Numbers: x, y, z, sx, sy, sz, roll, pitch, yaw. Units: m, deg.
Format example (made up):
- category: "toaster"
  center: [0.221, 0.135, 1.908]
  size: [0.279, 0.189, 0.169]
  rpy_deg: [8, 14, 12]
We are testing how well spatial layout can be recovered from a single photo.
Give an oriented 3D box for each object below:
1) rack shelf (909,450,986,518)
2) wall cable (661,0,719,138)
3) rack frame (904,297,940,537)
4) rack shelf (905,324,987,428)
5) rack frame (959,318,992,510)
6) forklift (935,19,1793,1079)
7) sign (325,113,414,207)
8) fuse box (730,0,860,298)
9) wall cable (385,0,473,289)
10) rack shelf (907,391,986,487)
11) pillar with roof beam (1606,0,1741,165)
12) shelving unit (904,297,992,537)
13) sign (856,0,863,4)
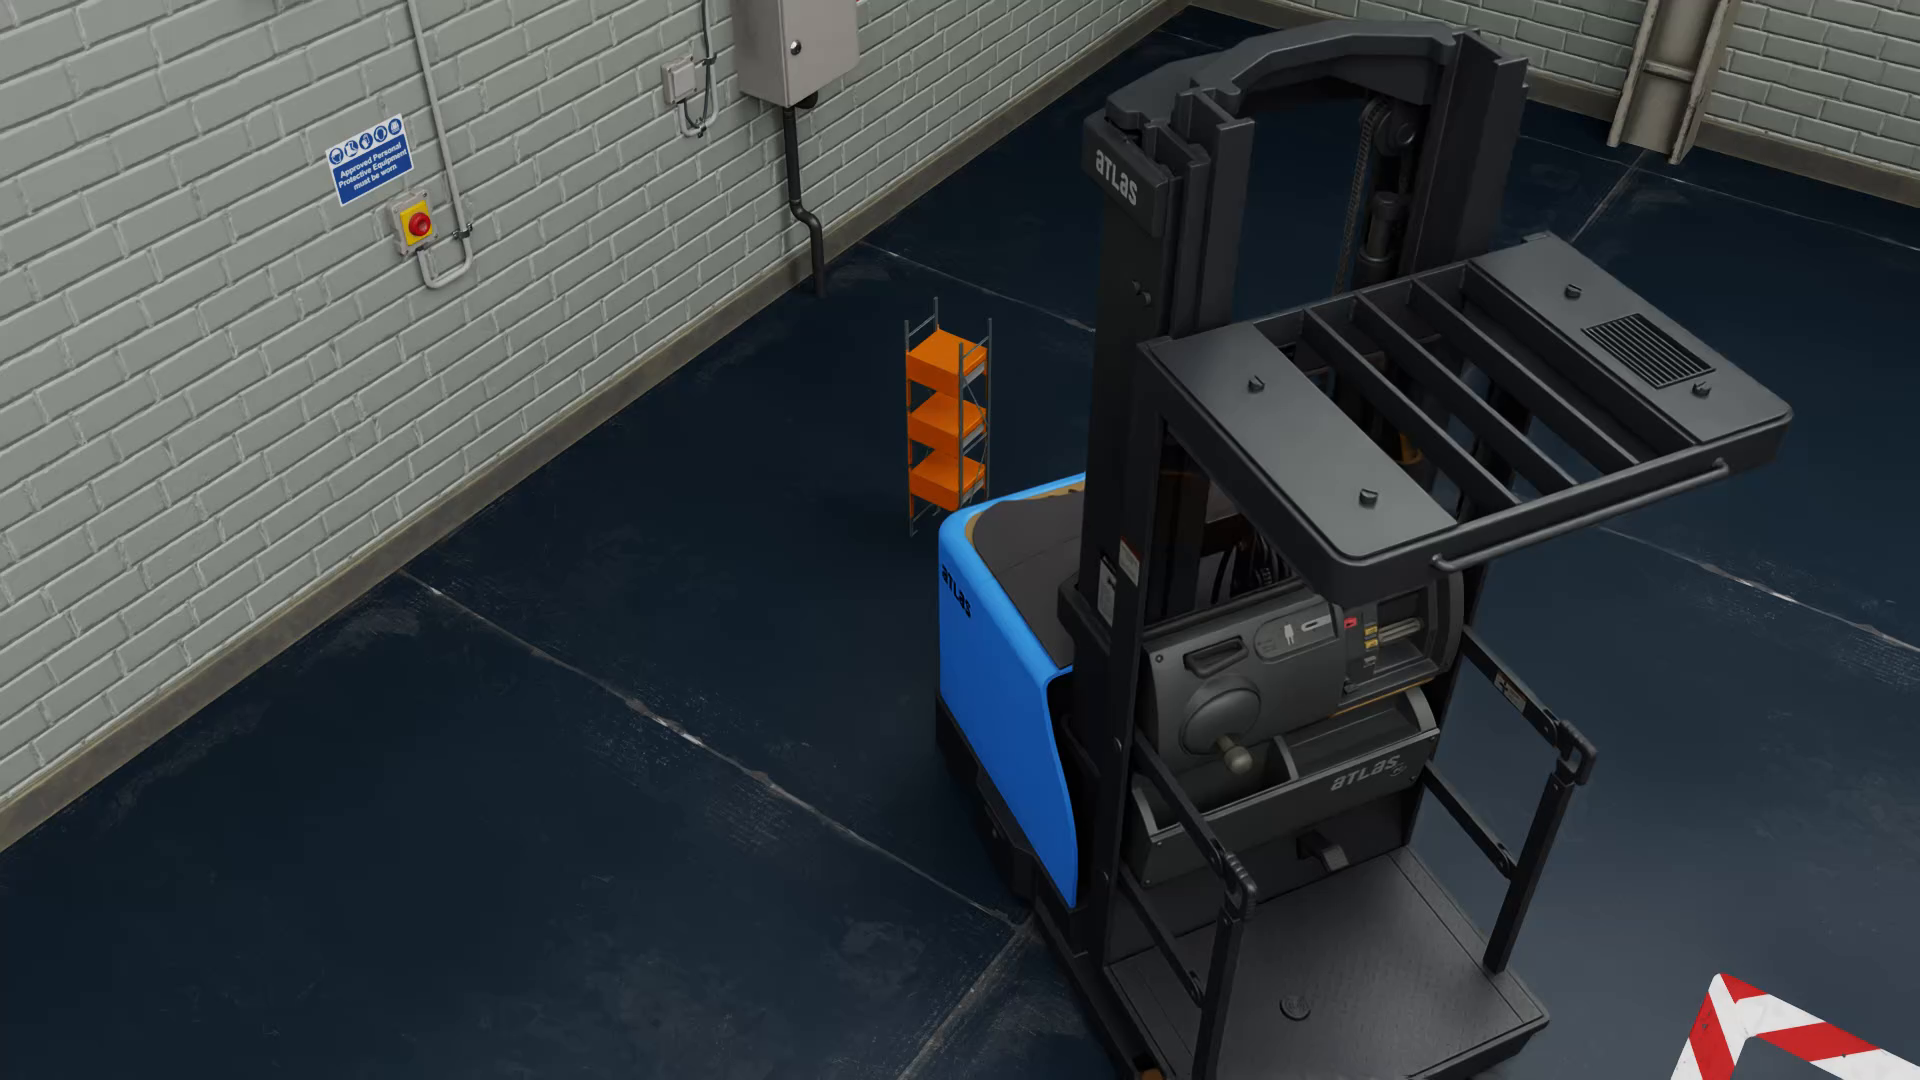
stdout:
- category: "rack shelf"
  center: [-0.044, -0.197, 6.615]
  size: [0.240, 0.259, 0.215]
  rpy_deg: [25, 48, 25]
- category: "wall cable"
  center: [-1.162, -2.379, 6.397]
  size: [0.122, 1.984, 0.588]
  rpy_deg: [25, 48, 25]
- category: "rack frame"
  center: [-0.144, -0.458, 6.475]
  size: [0.008, 1.050, 0.200]
  rpy_deg: [25, 48, 25]
- category: "rack shelf"
  center: [-0.044, -0.615, 6.241]
  size: [0.240, 0.259, 0.215]
  rpy_deg: [25, 48, 25]
- category: "rack frame"
  center: [0.056, -0.365, 6.371]
  size: [0.008, 1.050, 0.200]
  rpy_deg: [25, 48, 25]
- category: "forklift"
  center: [0.989, 0.389, 4.117]
  size: [1.130, 2.935, 3.031]
  rpy_deg: [-17, 45, -18]
- category: "sign"
  center: [-2.045, -1.319, 5.772]
  size: [0.001, 0.218, 0.327]
  rpy_deg: [25, 48, 25]
- category: "fuse box"
  center: [-0.641, -1.833, 7.515]
  size: [0.414, 1.711, 0.539]
  rpy_deg: [25, 48, 25]
- category: "wall cable"
  center: [-1.967, -1.612, 5.517]
  size: [0.123, 1.953, 0.585]
  rpy_deg: [25, 48, 25]
- category: "rack shelf"
  center: [-0.044, -0.404, 6.430]
  size: [0.240, 0.259, 0.215]
  rpy_deg: [25, 48, 25]
- category: "pillar with roof beam"
  center: [1.348, -3.197, 3.574]
  size: [0.400, 9.000, 9.100]
  rpy_deg: [25, 48, 25]
- category: "shelving unit"
  center: [-0.044, -0.412, 6.423]
  size: [0.252, 1.050, 0.215]
  rpy_deg: [25, 48, 25]
- category: "sign"
  center: [-0.527, -2.626, 7.507]
  size: [0.001, 0.494, 0.329]
  rpy_deg: [25, 48, 25]
